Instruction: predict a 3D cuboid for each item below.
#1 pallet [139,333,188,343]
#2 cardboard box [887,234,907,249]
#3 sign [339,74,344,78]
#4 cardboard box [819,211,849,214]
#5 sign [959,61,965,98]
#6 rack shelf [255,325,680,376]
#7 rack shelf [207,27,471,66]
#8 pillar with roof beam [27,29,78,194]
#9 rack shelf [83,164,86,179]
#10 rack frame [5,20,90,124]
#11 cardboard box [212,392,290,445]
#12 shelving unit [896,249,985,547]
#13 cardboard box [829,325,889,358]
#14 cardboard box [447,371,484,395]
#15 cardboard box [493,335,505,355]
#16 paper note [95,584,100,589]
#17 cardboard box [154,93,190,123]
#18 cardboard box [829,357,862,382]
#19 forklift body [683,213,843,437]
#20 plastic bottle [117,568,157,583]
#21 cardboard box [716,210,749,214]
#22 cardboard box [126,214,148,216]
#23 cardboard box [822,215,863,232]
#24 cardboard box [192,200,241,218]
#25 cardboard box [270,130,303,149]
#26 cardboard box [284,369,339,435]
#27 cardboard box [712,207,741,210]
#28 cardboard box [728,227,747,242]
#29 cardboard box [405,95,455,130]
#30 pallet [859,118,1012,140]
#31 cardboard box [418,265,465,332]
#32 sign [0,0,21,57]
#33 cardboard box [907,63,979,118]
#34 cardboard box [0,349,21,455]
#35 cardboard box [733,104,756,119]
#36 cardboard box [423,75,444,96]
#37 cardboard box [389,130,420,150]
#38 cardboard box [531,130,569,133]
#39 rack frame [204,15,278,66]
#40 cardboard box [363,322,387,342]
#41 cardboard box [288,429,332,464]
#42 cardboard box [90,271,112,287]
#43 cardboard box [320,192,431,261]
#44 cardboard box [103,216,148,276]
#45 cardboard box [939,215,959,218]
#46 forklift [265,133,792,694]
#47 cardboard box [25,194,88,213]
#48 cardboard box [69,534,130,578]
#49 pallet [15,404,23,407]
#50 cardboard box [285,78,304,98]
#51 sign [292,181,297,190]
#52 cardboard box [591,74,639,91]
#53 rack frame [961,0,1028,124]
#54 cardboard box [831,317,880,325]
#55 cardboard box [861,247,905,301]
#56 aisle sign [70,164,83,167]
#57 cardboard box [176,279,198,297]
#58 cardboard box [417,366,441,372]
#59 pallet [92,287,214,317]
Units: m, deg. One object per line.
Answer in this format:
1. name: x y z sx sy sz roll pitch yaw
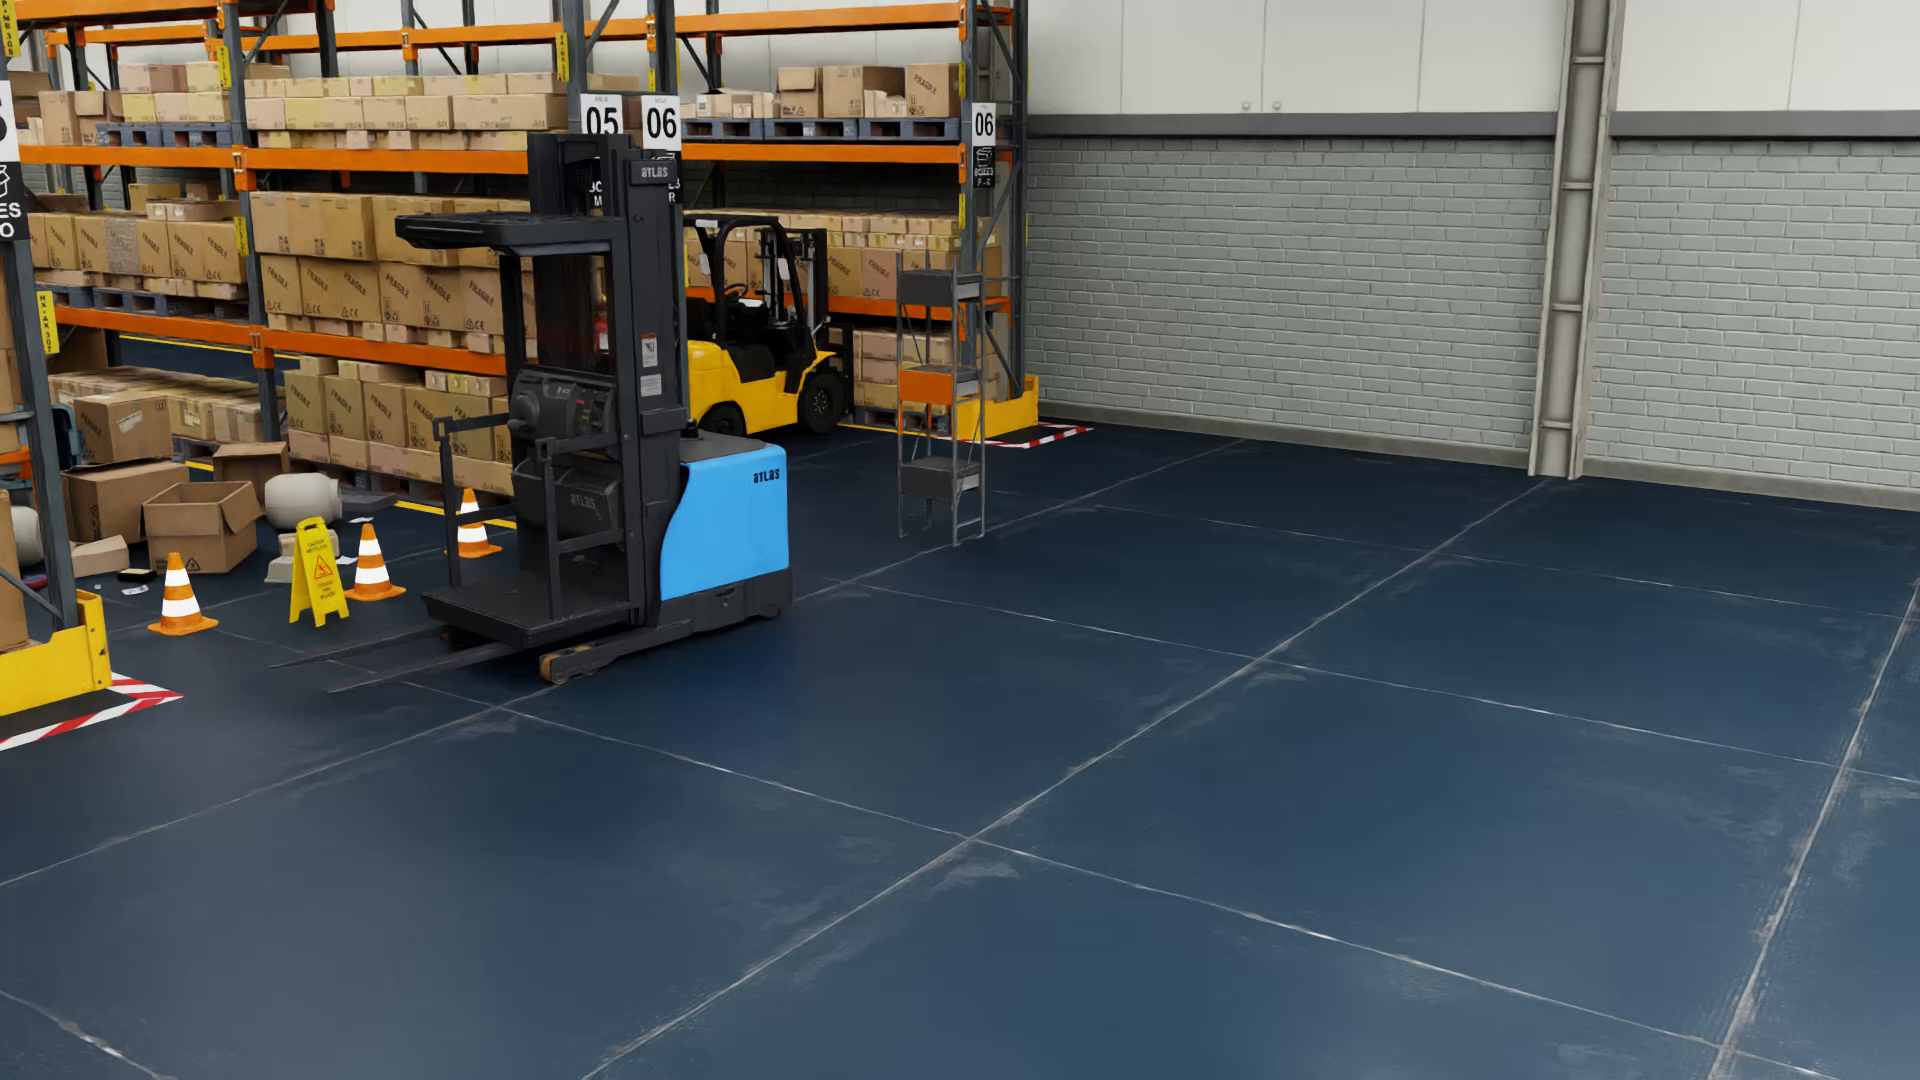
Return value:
1. pallet: -11.205 -3.074 24.302 1.213 0.211 1.003 9 17 33
2. cardboard box: -0.516 -2.992 16.609 0.250 0.149 0.380 10 17 34
3. sign: -5.452 -3.925 14.618 0.005 0.325 0.100 9 17 33
4. cardboard box: -1.310 -3.406 17.662 0.250 0.149 0.380 10 17 34
5. sign: 0.024 -4.304 15.546 0.005 0.325 0.100 9 17 33
6. rack shelf: -4.089 -1.491 13.602 4.000 0.370 1.077 9 17 33
7. rack shelf: -7.960 -6.272 21.264 4.000 0.370 1.077 9 17 33
8. pillar with roof beam: -17.075 -7.303 23.099 0.400 9.000 9.100 9 17 33
9. rack shelf: -10.727 -4.020 17.576 4.000 0.370 1.077 9 17 33
10. rack frame: -9.067 -5.557 16.046 0.127 3.000 1.000 9 17 33
11. cardboard box: -6.185 -1.107 15.147 0.625 0.372 0.950 9 17 34
12. shelving unit: -0.137 -1.041 12.161 0.503 2.100 0.431 9 17 33
13. cardboard box: -1.069 -2.050 17.128 0.500 0.250 0.500 9 17 34
14. cardboard box: -3.788 -1.246 13.052 0.250 0.149 0.380 10 17 34
15. cardboard box: -3.332 -1.508 12.697 0.250 0.149 0.380 9 16 32
16. paper note: -5.731 0.309 11.052 0.032 0.001 0.123 -7 15 -25
17. cardboard box: -6.731 -3.814 14.685 0.500 0.250 0.500 9 17 33
18. cardboard box: -1.091 -1.812 17.207 0.500 0.250 0.500 9 16 32
19. forklift body: -2.254 -2.041 16.092 1.214 2.155 2.313 9 17 33
20. plastic bottle: -5.591 0.237 11.237 0.283 0.061 0.133 3 14 14
21. cardboard box: -2.398 -3.455 17.862 0.250 0.149 0.380 9 16 32
22. cardboard box: -7.680 -2.902 16.102 0.500 0.500 0.500 8 16 29
23. cardboard box: -1.192 -3.228 16.942 0.250 0.149 0.380 10 17 34
24. cardboard box: -6.900 -3.079 15.469 0.250 0.149 0.380 10 17 36
25. cardboard box: -5.442 -3.305 13.714 0.250 0.149 0.380 9 17 33
26. cardboard box: -5.409 -1.209 14.252 0.500 0.500 0.500 10 17 35
27. cardboard box: -2.548 -3.624 18.544 0.250 0.149 0.380 9 17 33
28. cardboard box: -2.253 -3.255 17.674 0.250 0.149 0.380 10 17 34
29. cardboard box: -3.854 -3.251 12.665 0.500 0.250 0.500 10 17 34
30. pallet: -0.234 -4.076 16.487 1.213 0.211 1.003 9 17 33
31. cardboard box: -3.859 -1.919 13.006 0.500 0.500 0.500 9 17 33
32. sign: -4.793 -2.600 8.359 0.005 0.325 0.100 9 17 33
33. cardboard box: -0.165 -4.330 16.041 0.500 0.500 0.500 10 17 35
34. cardboard box: -5.441 -0.685 8.537 0.550 0.550 0.875 9 17 33
35. cardboard box: -2.141 -4.462 17.303 0.250 0.149 0.380 10 17 34
36. cardboard box: -3.872 -3.472 12.726 0.250 0.149 0.380 9 16 31
37. cardboard box: -4.181 -3.096 12.866 0.250 0.149 0.380 9 16 32
38. cardboard box: -2.881 -2.899 12.070 0.250 0.149 0.380 9 17 33
39. rack frame: -9.619 -7.084 22.213 0.127 3.000 1.000 9 17 33
40. cardboard box: -4.610 -1.707 13.500 0.250 0.149 0.380 9 17 33
41. cardboard box: -5.409 -0.845 14.342 0.500 0.250 0.500 8 16 30
42. cardboard box: -8.024 -2.498 15.821 0.250 0.149 0.380 10 17 36
43. cardboard box: -4.691 -2.539 13.430 0.500 0.500 0.700 9 16 32
44. cardboard box: -7.532 -2.728 15.402 0.500 0.500 0.500 8 16 31
45. cardboard box: -0.007 -3.206 16.855 0.250 0.149 0.380 10 17 35
46. forklift: -2.403 -0.769 9.329 1.130 2.935 3.031 12 18 40
47. cardboard box: -9.340 -3.294 17.098 0.500 0.500 0.500 9 16 31
48. cardboard box: -5.973 0.082 11.438 0.258 0.266 0.396 13 19 42
49. pallet: -9.679 -1.412 17.589 1.213 0.211 1.003 9 17 33
50. cardboard box: -5.223 -3.656 13.472 0.250 0.149 0.380 9 16 31
51. sign: -9.313 -4.845 23.243 0.005 0.325 0.100 9 17 33
52. cardboard box: -2.610 -3.382 12.363 0.250 0.149 0.380 9 17 32
53. rack frame: 0.338 -5.475 15.712 0.127 3.000 1.000 9 17 33
54. cardboard box: -1.202 -2.225 17.836 0.500 0.250 0.500 9 16 32
55. cardboard box: -0.642 -2.696 16.764 0.500 0.500 0.500 10 17 35
56. aisle sign: -13.159 -5.921 24.589 0.004 0.787 0.394 9 17 33
57. cardboard box: -6.772 -2.271 14.903 0.250 0.149 0.380 9 16 32
58. cardboard box: -4.685 -1.248 14.411 0.500 0.500 0.500 10 17 34
59. pallet: -7.402 -2.295 15.750 1.213 0.211 1.003 9 17 33
